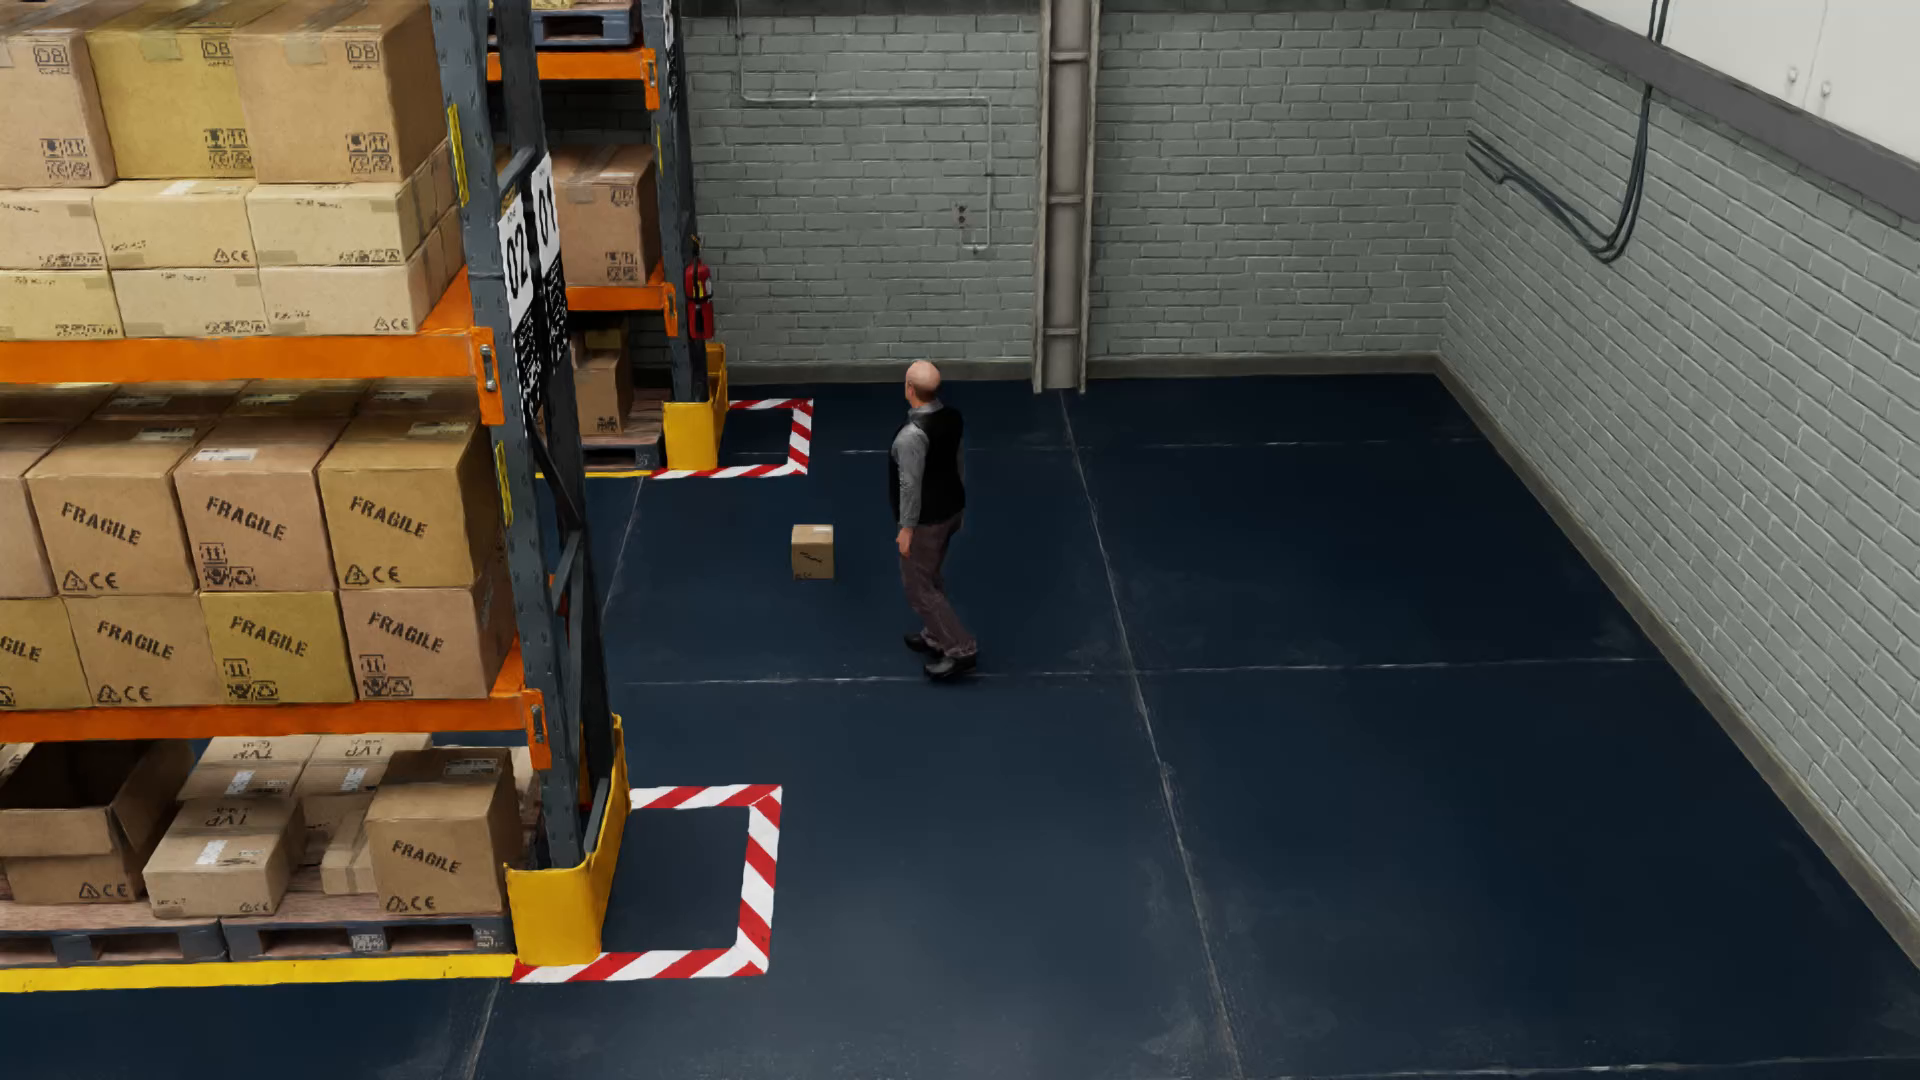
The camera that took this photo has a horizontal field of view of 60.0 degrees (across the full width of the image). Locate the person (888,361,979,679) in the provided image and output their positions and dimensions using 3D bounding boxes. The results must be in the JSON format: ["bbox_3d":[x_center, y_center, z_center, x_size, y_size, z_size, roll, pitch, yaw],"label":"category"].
[{"bbox_3d":[-0.104,-0.108,8.859,0.547,1.711,0.567,14,30,25],"label":"person"}]
